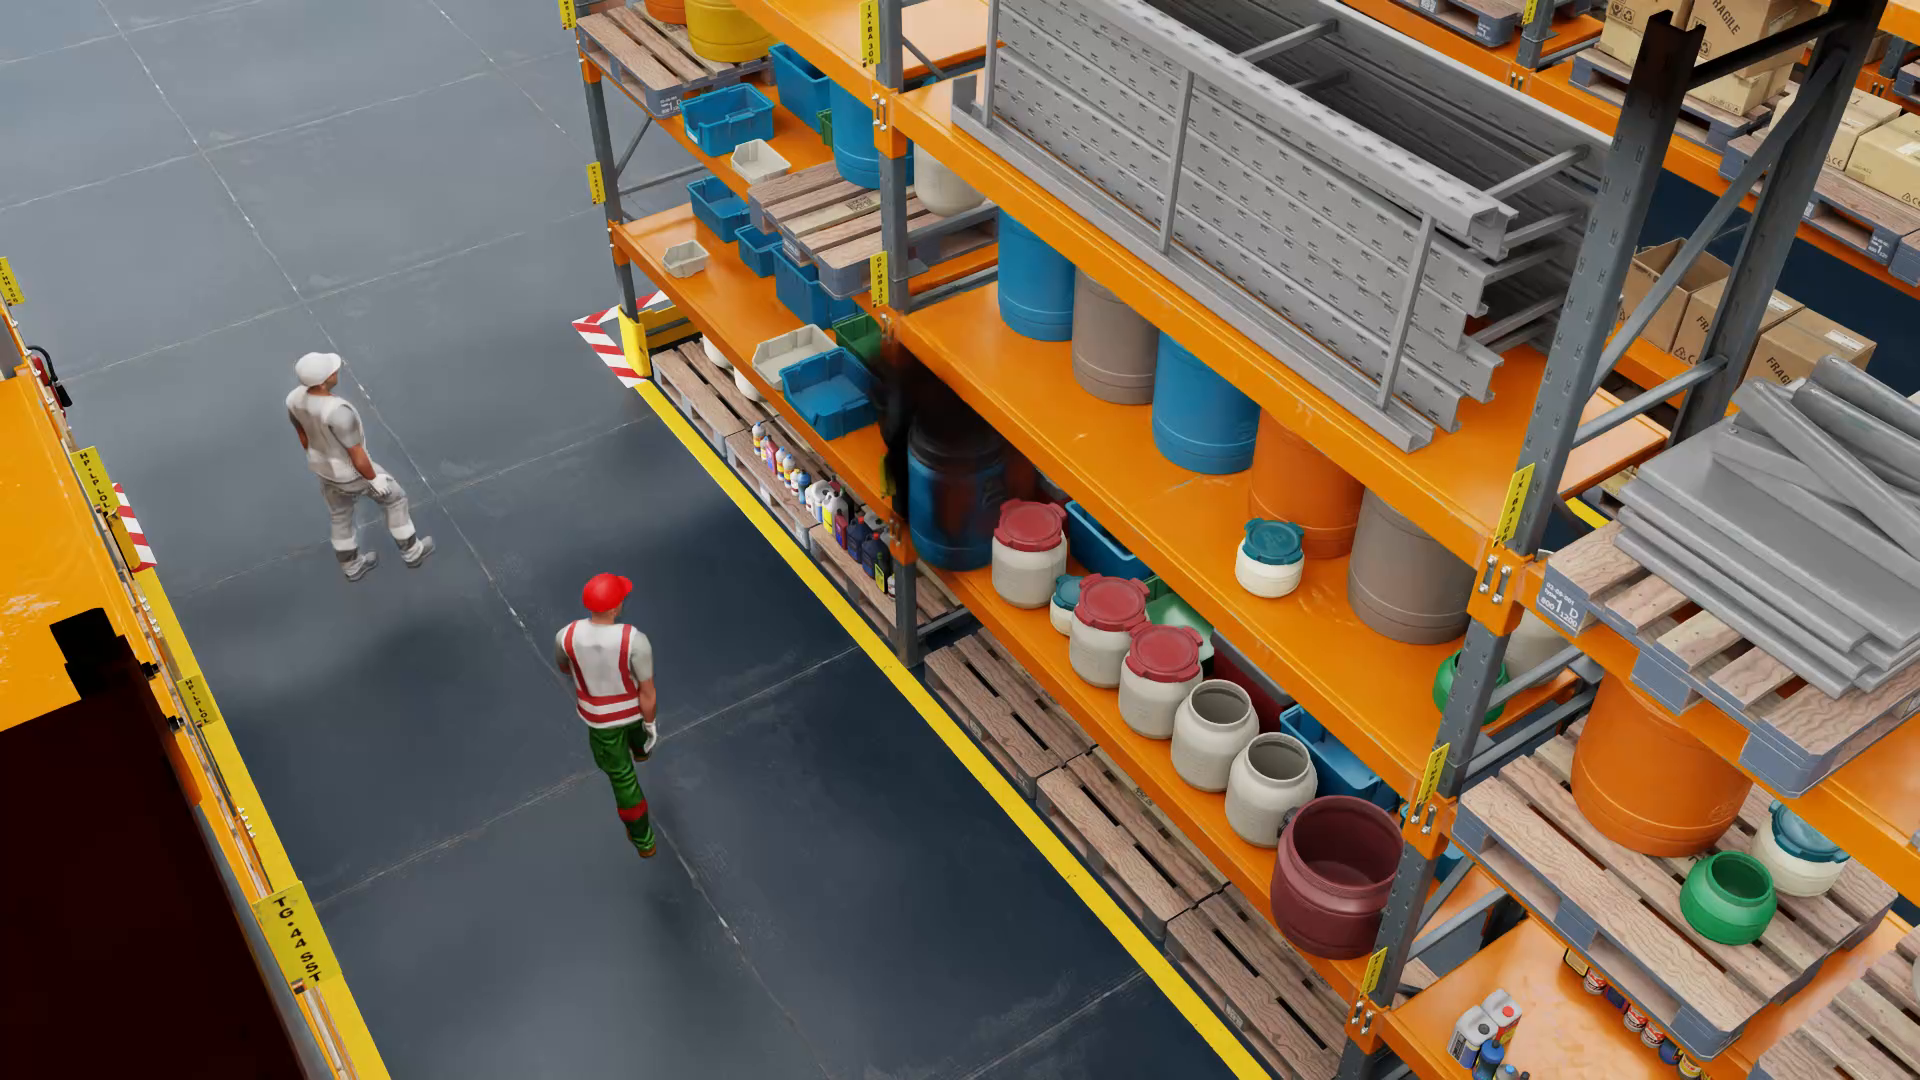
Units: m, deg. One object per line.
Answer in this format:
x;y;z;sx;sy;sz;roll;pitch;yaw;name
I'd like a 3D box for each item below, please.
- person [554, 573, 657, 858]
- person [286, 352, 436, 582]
-1.913;0.844;9.094;0.477;1.728;1.003;-16;45;-16;person
-3.845;-0.497;10.628;0.573;1.804;0.566;22;47;22;person
